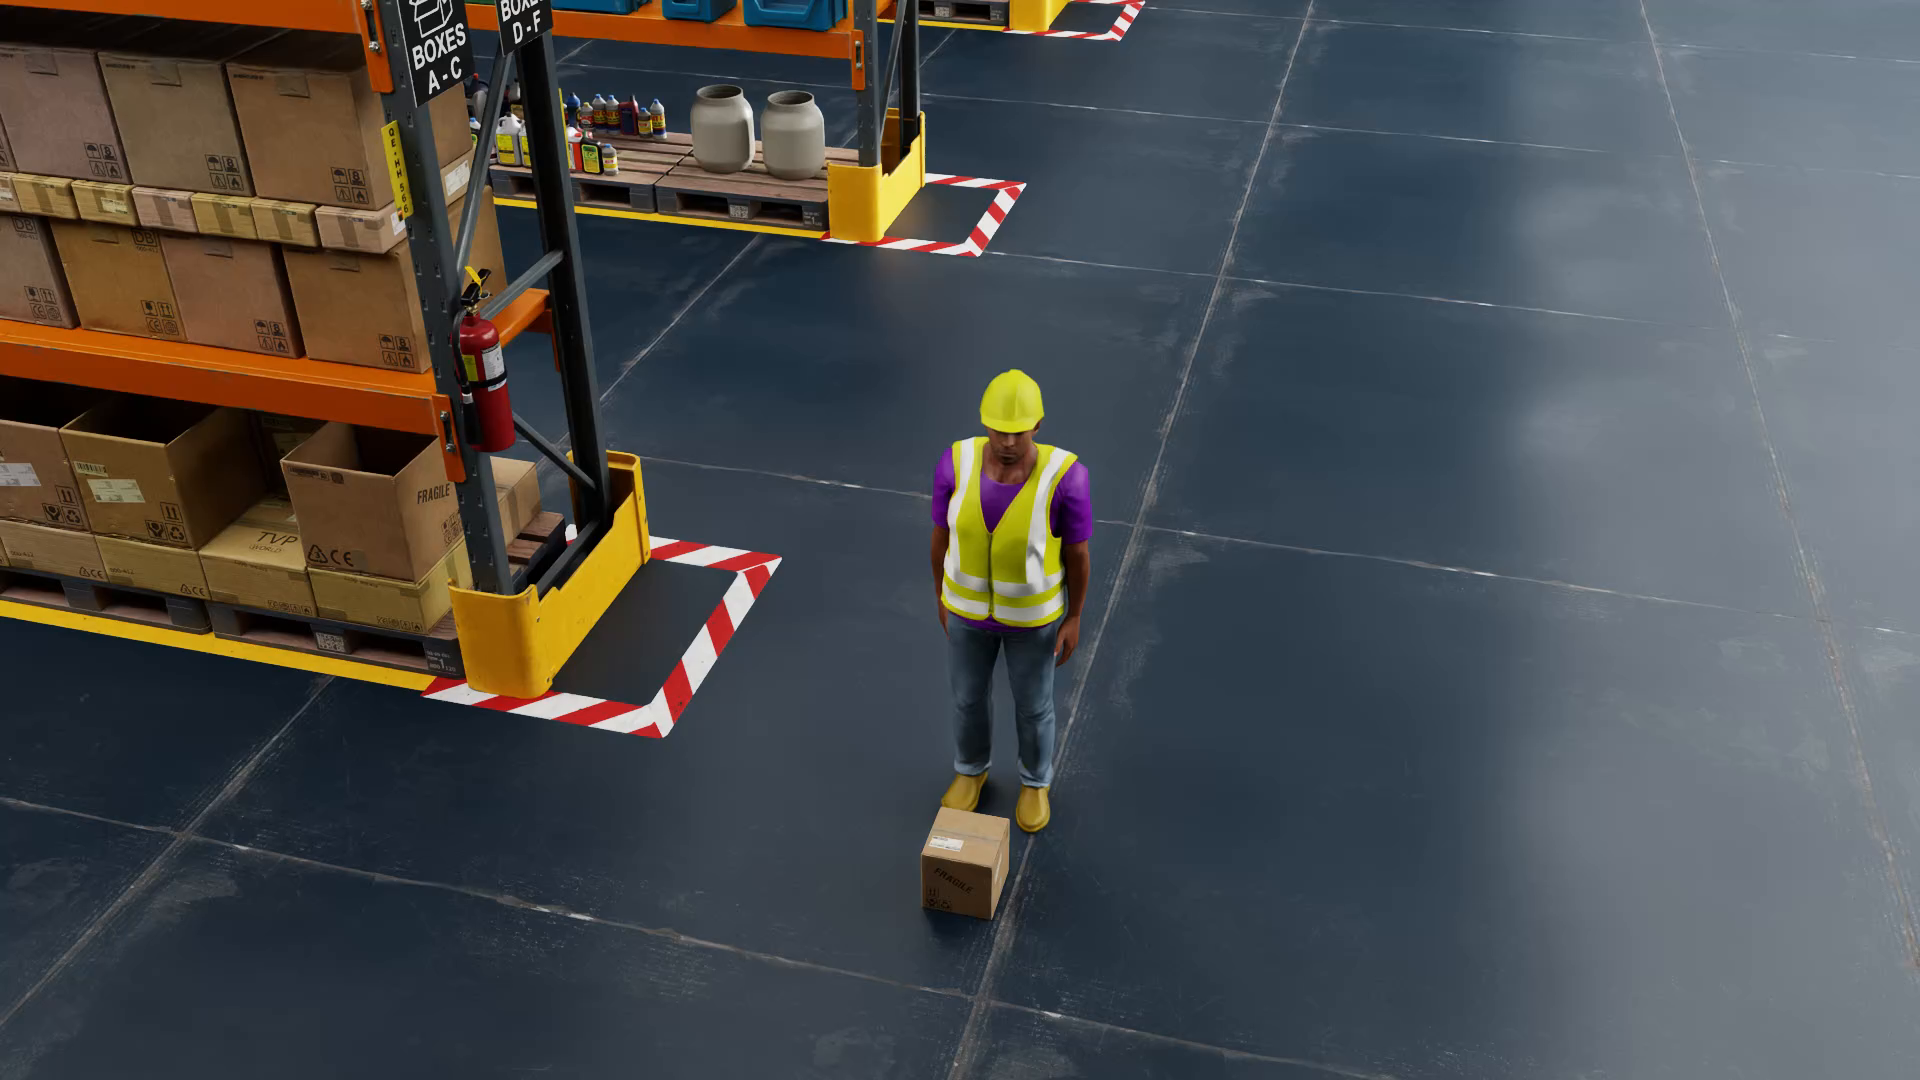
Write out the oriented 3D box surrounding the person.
[{"bbox_3d":[0.161,0.231,5.762,0.564,1.767,0.357,9,34,14],"label":"person"}]
